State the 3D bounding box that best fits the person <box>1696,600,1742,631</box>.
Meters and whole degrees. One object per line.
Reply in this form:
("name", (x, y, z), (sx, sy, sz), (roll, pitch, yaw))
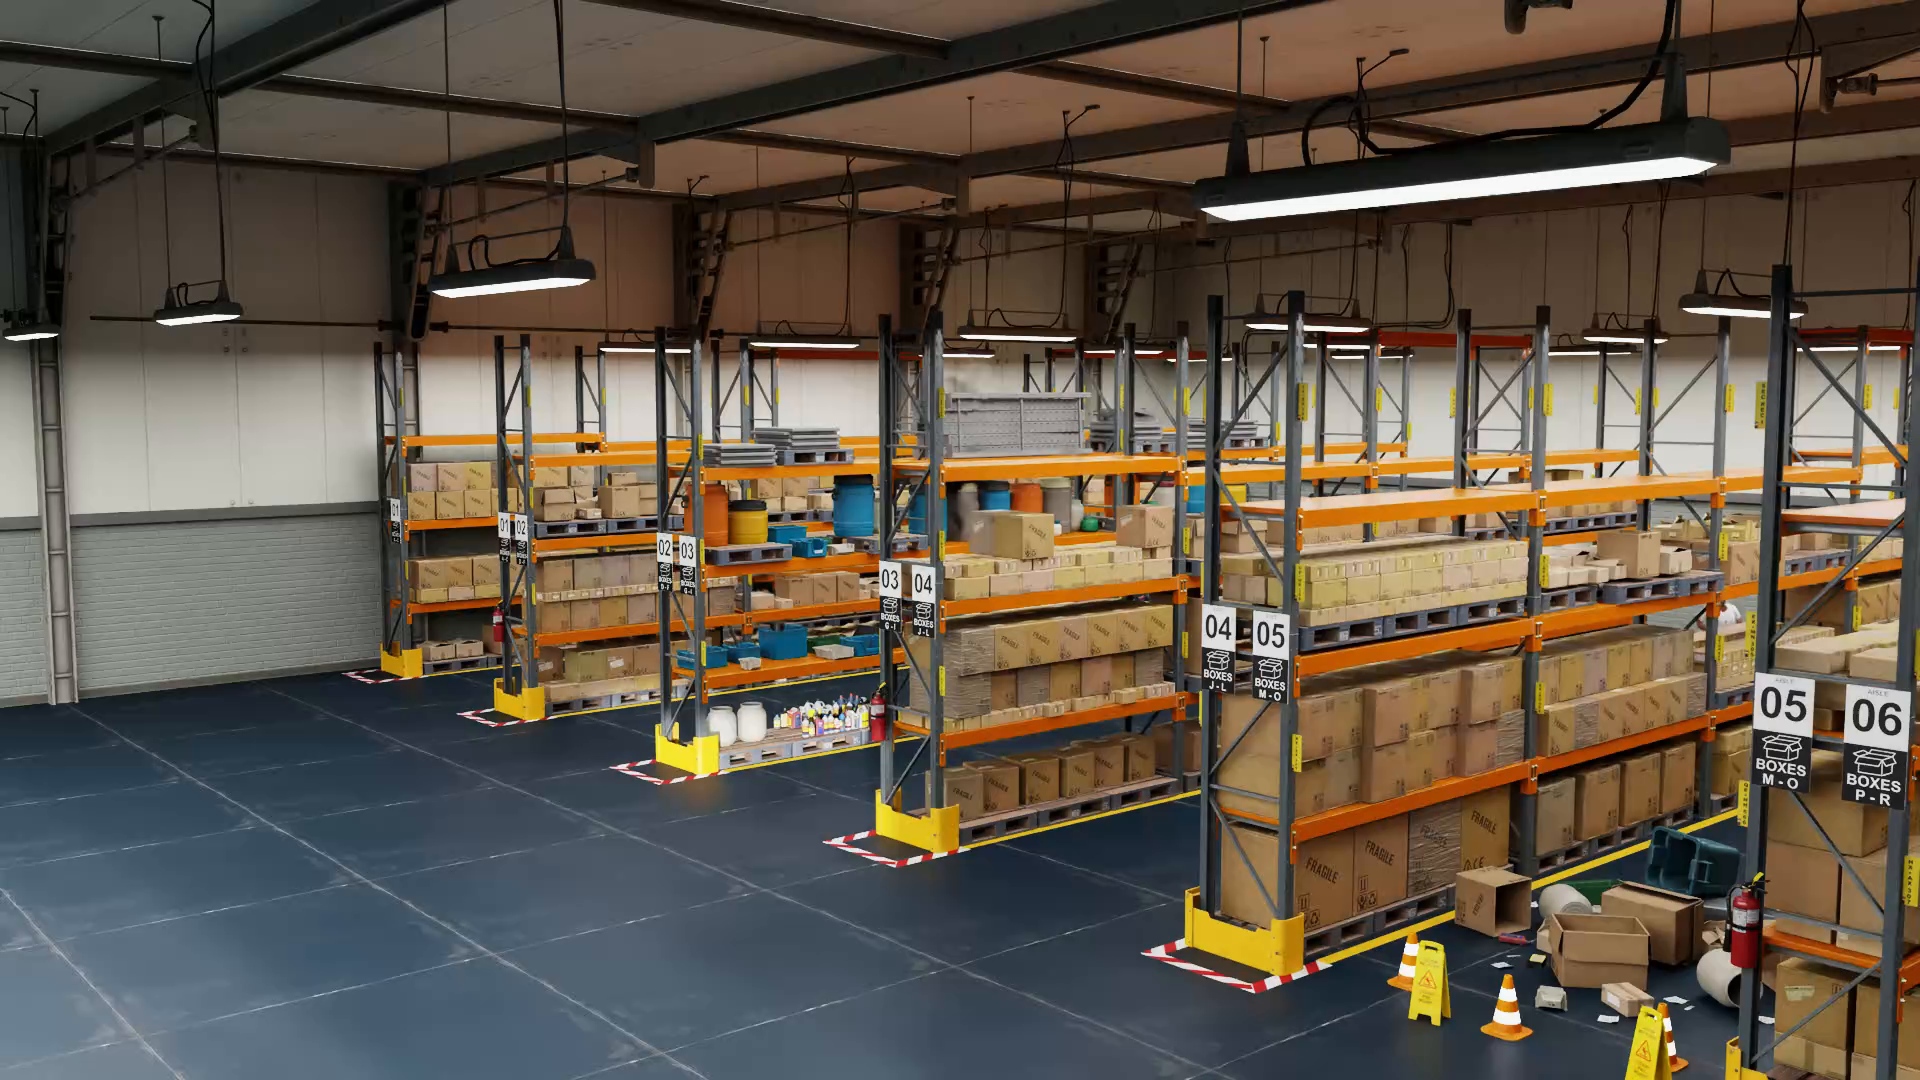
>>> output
("person", (13.061, 1.710, 28.551), (0.705, 1.728, 0.936), (0, 5, -4))
